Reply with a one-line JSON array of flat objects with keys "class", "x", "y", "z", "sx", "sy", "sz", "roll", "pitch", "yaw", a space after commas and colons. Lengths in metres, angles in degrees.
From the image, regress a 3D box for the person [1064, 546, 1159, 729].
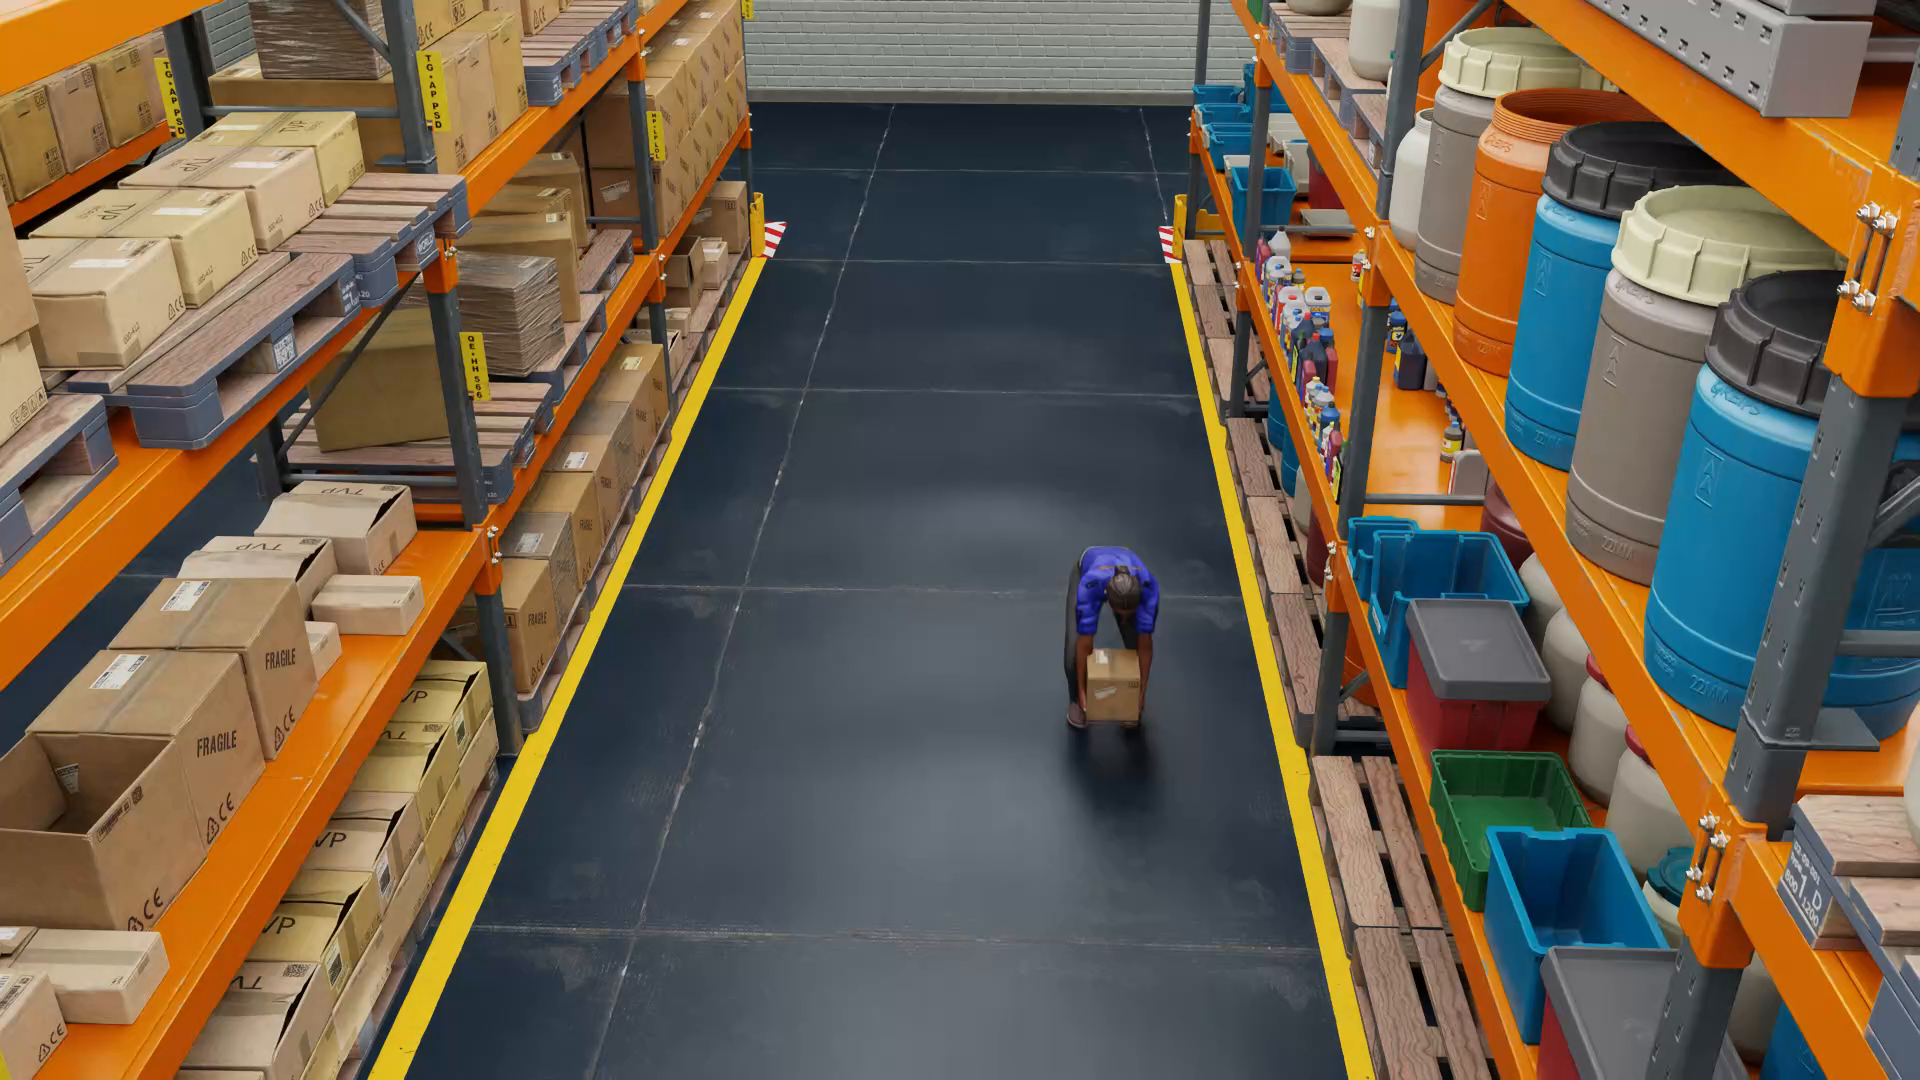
[{"class": "person", "x": 0.747, "y": 0.504, "z": 8.256, "sx": 0.447, "sy": 1.124, "sz": 0.847, "roll": 0, "pitch": 28, "yaw": 0}]
